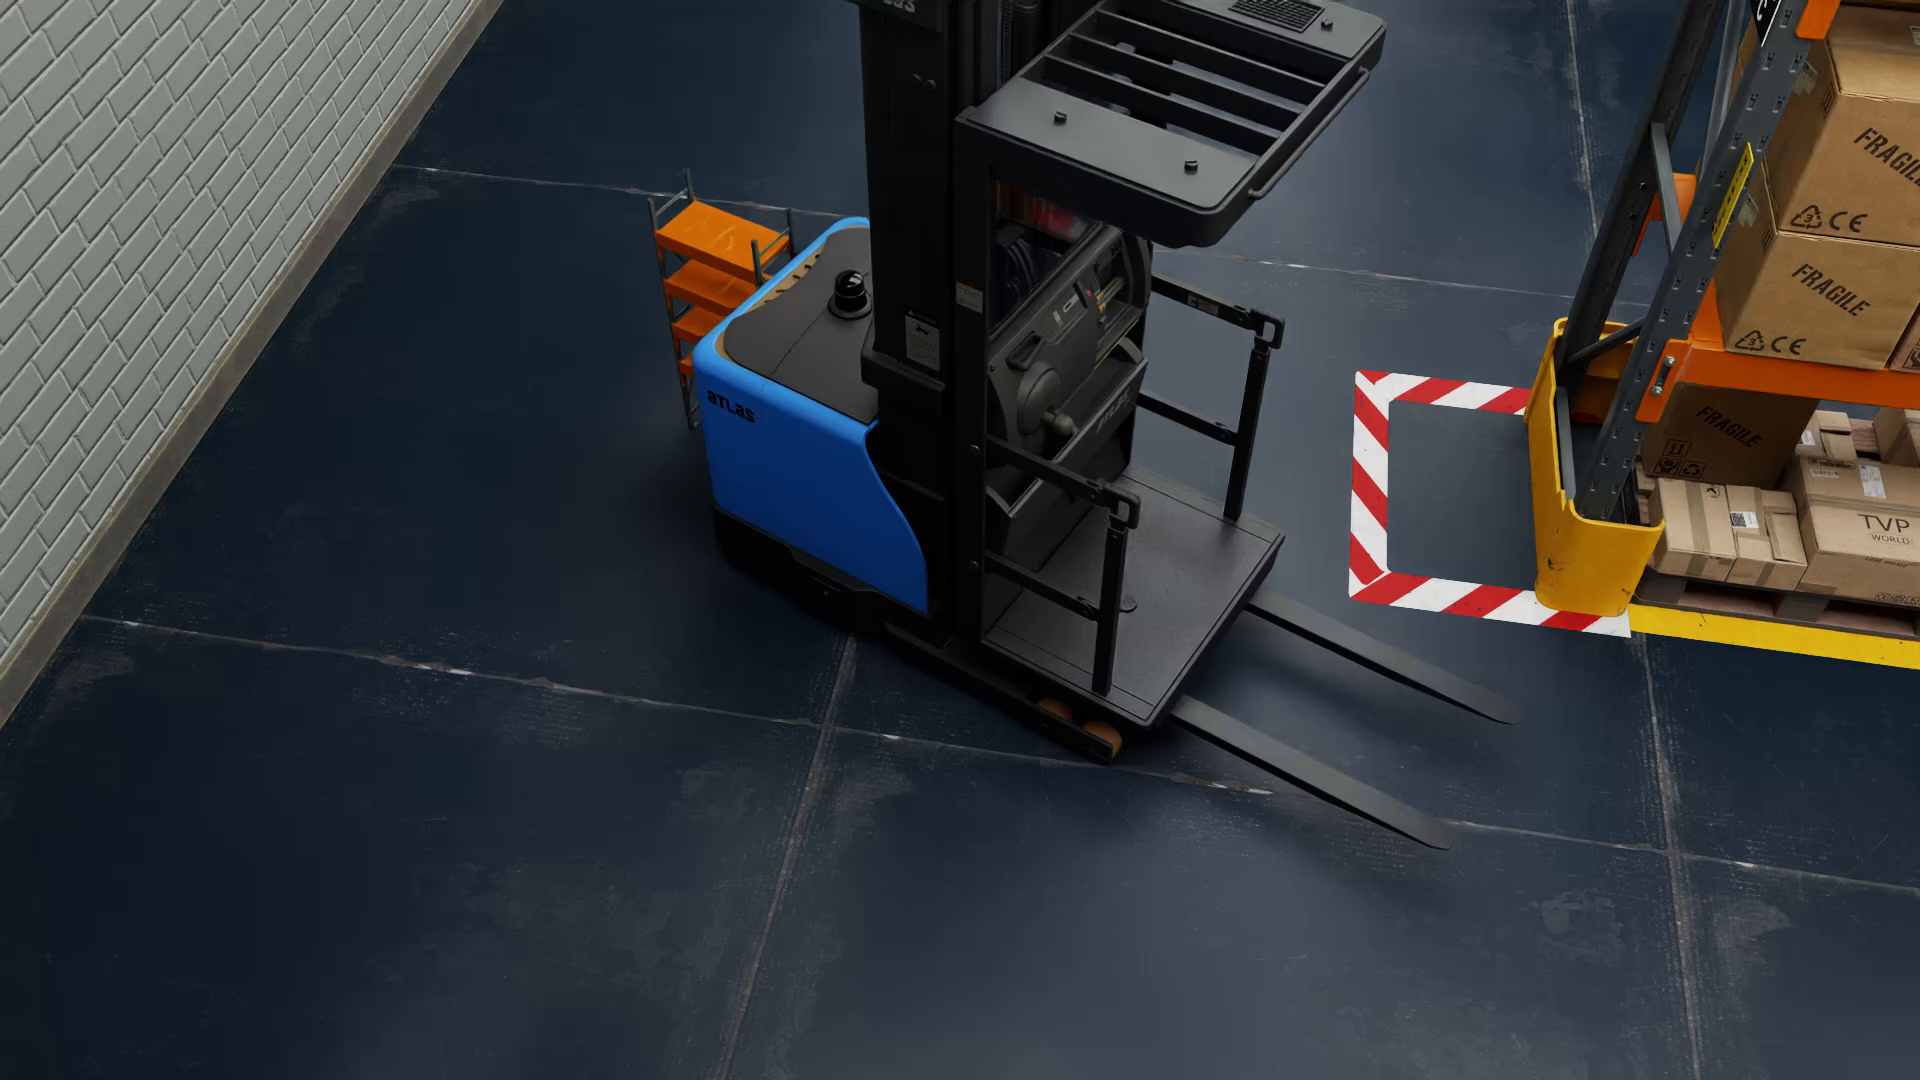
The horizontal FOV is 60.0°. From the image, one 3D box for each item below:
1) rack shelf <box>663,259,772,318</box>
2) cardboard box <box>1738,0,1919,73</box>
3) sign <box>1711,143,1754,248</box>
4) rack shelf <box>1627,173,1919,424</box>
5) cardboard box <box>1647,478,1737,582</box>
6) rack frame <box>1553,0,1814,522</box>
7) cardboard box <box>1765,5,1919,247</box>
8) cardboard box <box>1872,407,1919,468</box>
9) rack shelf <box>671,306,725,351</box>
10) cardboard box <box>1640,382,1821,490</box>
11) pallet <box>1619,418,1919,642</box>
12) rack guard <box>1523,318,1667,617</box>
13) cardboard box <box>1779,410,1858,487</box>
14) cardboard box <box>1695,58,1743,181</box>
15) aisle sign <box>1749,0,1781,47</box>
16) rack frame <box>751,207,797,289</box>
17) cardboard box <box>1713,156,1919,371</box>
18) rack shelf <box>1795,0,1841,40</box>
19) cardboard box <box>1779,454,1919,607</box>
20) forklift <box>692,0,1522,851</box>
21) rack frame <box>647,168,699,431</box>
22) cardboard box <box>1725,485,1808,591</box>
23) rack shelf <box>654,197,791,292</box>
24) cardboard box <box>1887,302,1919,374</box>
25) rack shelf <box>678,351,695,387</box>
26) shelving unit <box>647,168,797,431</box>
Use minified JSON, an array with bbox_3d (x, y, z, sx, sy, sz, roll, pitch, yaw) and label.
[{"bbox_3d":[-0.898,-0.961,6.564,0.480,0.148,0.258,24,52,21],"label":"rack shelf"},{"bbox_3d":[2.934,-1.665,5.462,0.500,0.500,0.500,7,48,6],"label":"cardboard box"},{"bbox_3d":[2.351,-1.047,5.065,0.005,0.325,0.100,8,49,7],"label":"sign"},{"bbox_3d":[4.415,-0.650,5.773,4.000,0.370,1.077,8,49,7],"label":"rack shelf"},{"bbox_3d":[2.798,-0.043,6.364,0.250,0.149,0.380,8,49,7],"label":"cardboard box"},{"bbox_3d":[2.447,-1.155,5.743,0.127,3.000,1.000,8,49,7],"label":"rack frame"},{"bbox_3d":[2.837,-1.271,5.108,0.500,0.500,0.500,9,49,8],"label":"cardboard box"},{"bbox_3d":[3.955,-0.344,6.567,0.500,0.250,0.500,8,49,7],"label":"cardboard box"},{"bbox_3d":[-0.895,-0.811,6.729,0.480,0.148,0.258,24,52,21],"label":"rack shelf"},{"bbox_3d":[3.026,-0.575,6.607,0.500,0.500,0.500,8,49,7],"label":"cardboard box"},{"bbox_3d":[3.306,-0.108,6.678,1.213,0.211,1.003,8,49,7],"label":"pallet"},{"bbox_3d":[2.522,-0.310,6.664,0.348,0.500,1.175,8,49,7],"label":"rack guard"},{"bbox_3d":[3.408,-0.344,6.624,0.250,0.166,0.380,8,49,7],"label":"cardboard box"},{"bbox_3d":[2.936,-1.329,5.832,0.500,0.500,0.500,9,49,8],"label":"cardboard box"},{"bbox_3d":[2.327,-1.818,4.591,0.004,0.787,0.394,8,49,7],"label":"aisle sign"},{"bbox_3d":[-0.689,-0.762,6.591,0.015,1.200,0.240,24,52,21],"label":"rack frame"},{"bbox_3d":[2.837,-0.937,5.480,0.500,0.500,0.500,9,49,8],"label":"cardboard box"},{"bbox_3d":[4.415,-1.653,4.658,4.000,0.370,1.077,8,49,7],"label":"rack shelf"},{"bbox_3d":[3.424,-0.038,6.292,0.500,0.250,0.500,8,49,7],"label":"cardboard box"},{"bbox_3d":[0.539,-0.631,5.319,3.031,2.935,1.130,26,53,22],"label":"forklift"},{"bbox_3d":[-1.103,-0.950,6.768,0.015,1.200,0.240,24,52,21],"label":"rack frame"},{"bbox_3d":[3.044,-0.015,6.328,0.250,0.166,0.380,8,49,7],"label":"cardboard box"},{"bbox_3d":[-0.901,-1.121,6.389,0.480,0.148,0.258,24,52,21],"label":"rack shelf"},{"bbox_3d":[3.345,-0.873,5.422,0.500,0.500,0.500,7,48,6],"label":"cardboard box"},{"bbox_3d":[-0.893,-0.677,6.876,0.480,0.148,0.258,24,52,21],"label":"rack shelf"},{"bbox_3d":[-0.896,-0.856,6.679,0.503,1.200,0.258,24,52,21],"label":"shelving unit"}]
